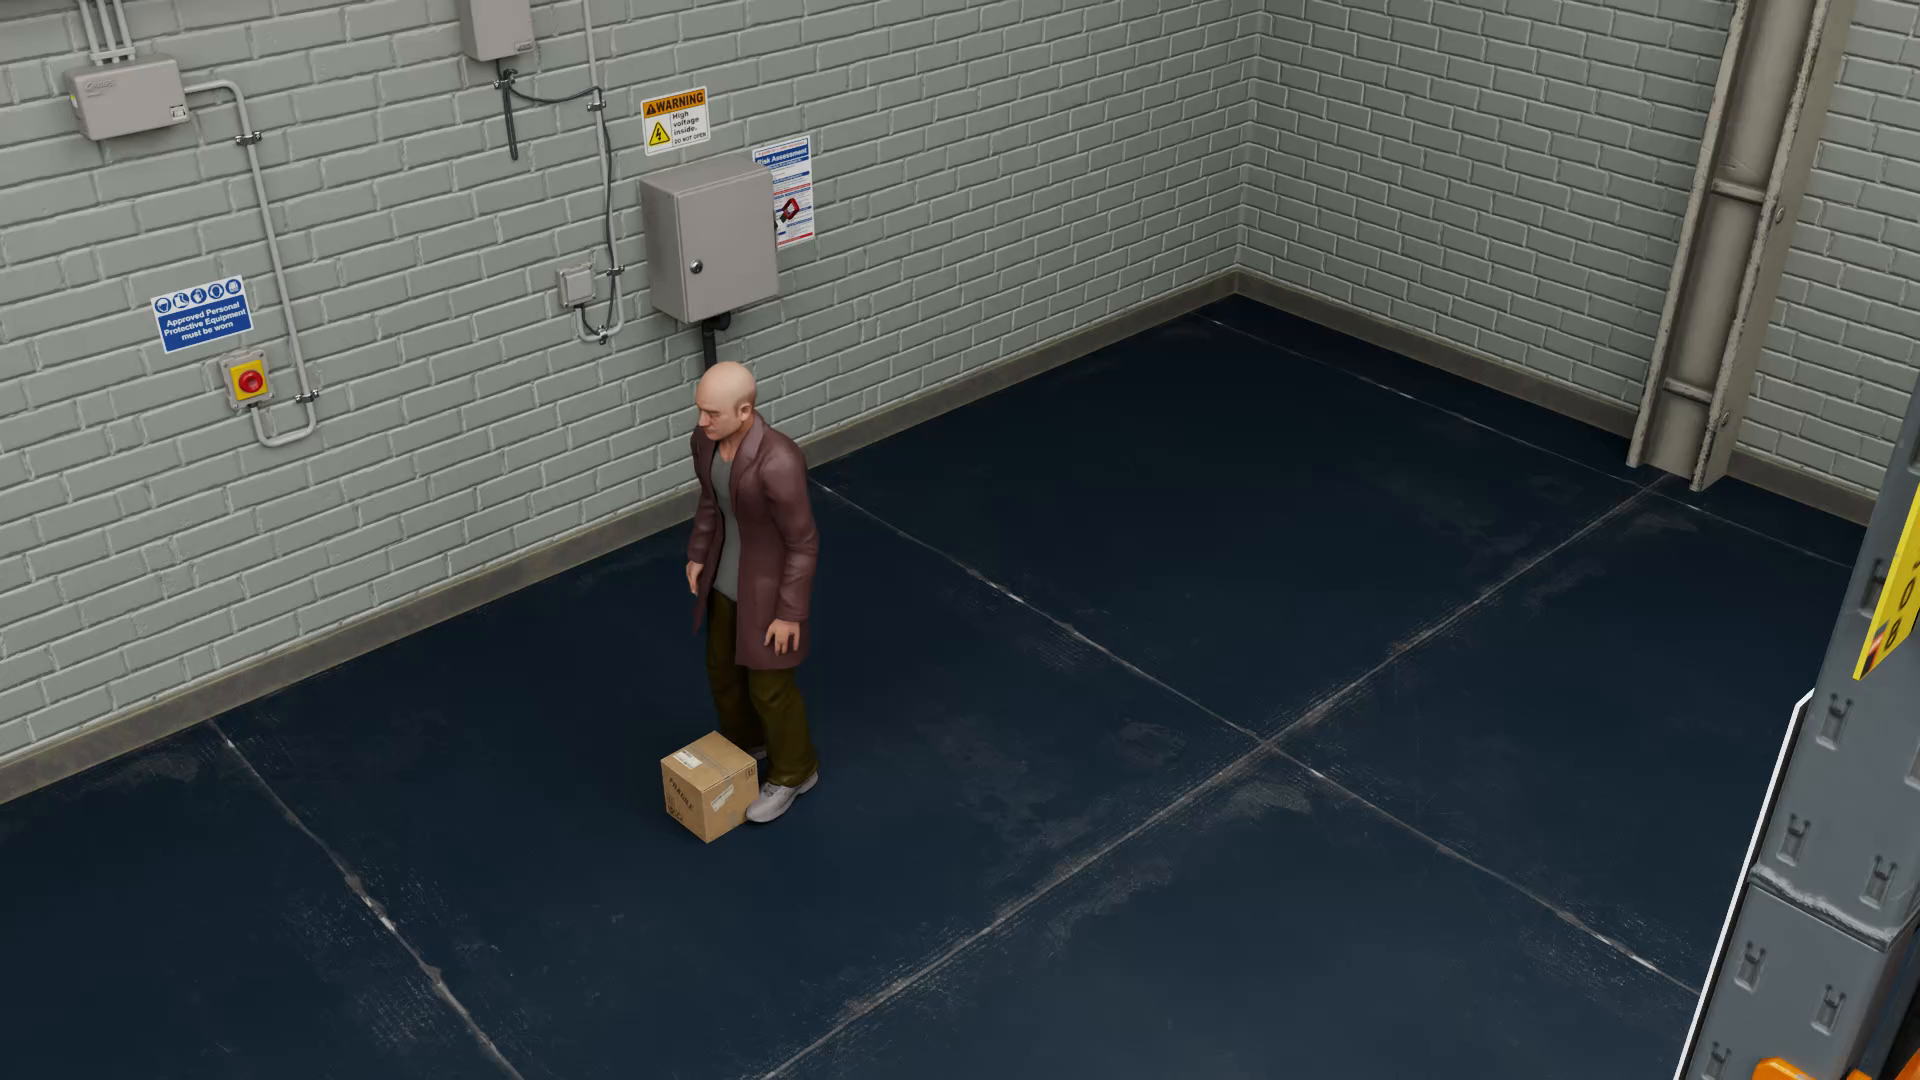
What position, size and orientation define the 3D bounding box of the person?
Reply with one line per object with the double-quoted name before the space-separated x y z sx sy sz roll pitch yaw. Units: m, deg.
"person" -0.740 0.166 5.875 0.423 1.774 0.643 -25 40 -35
